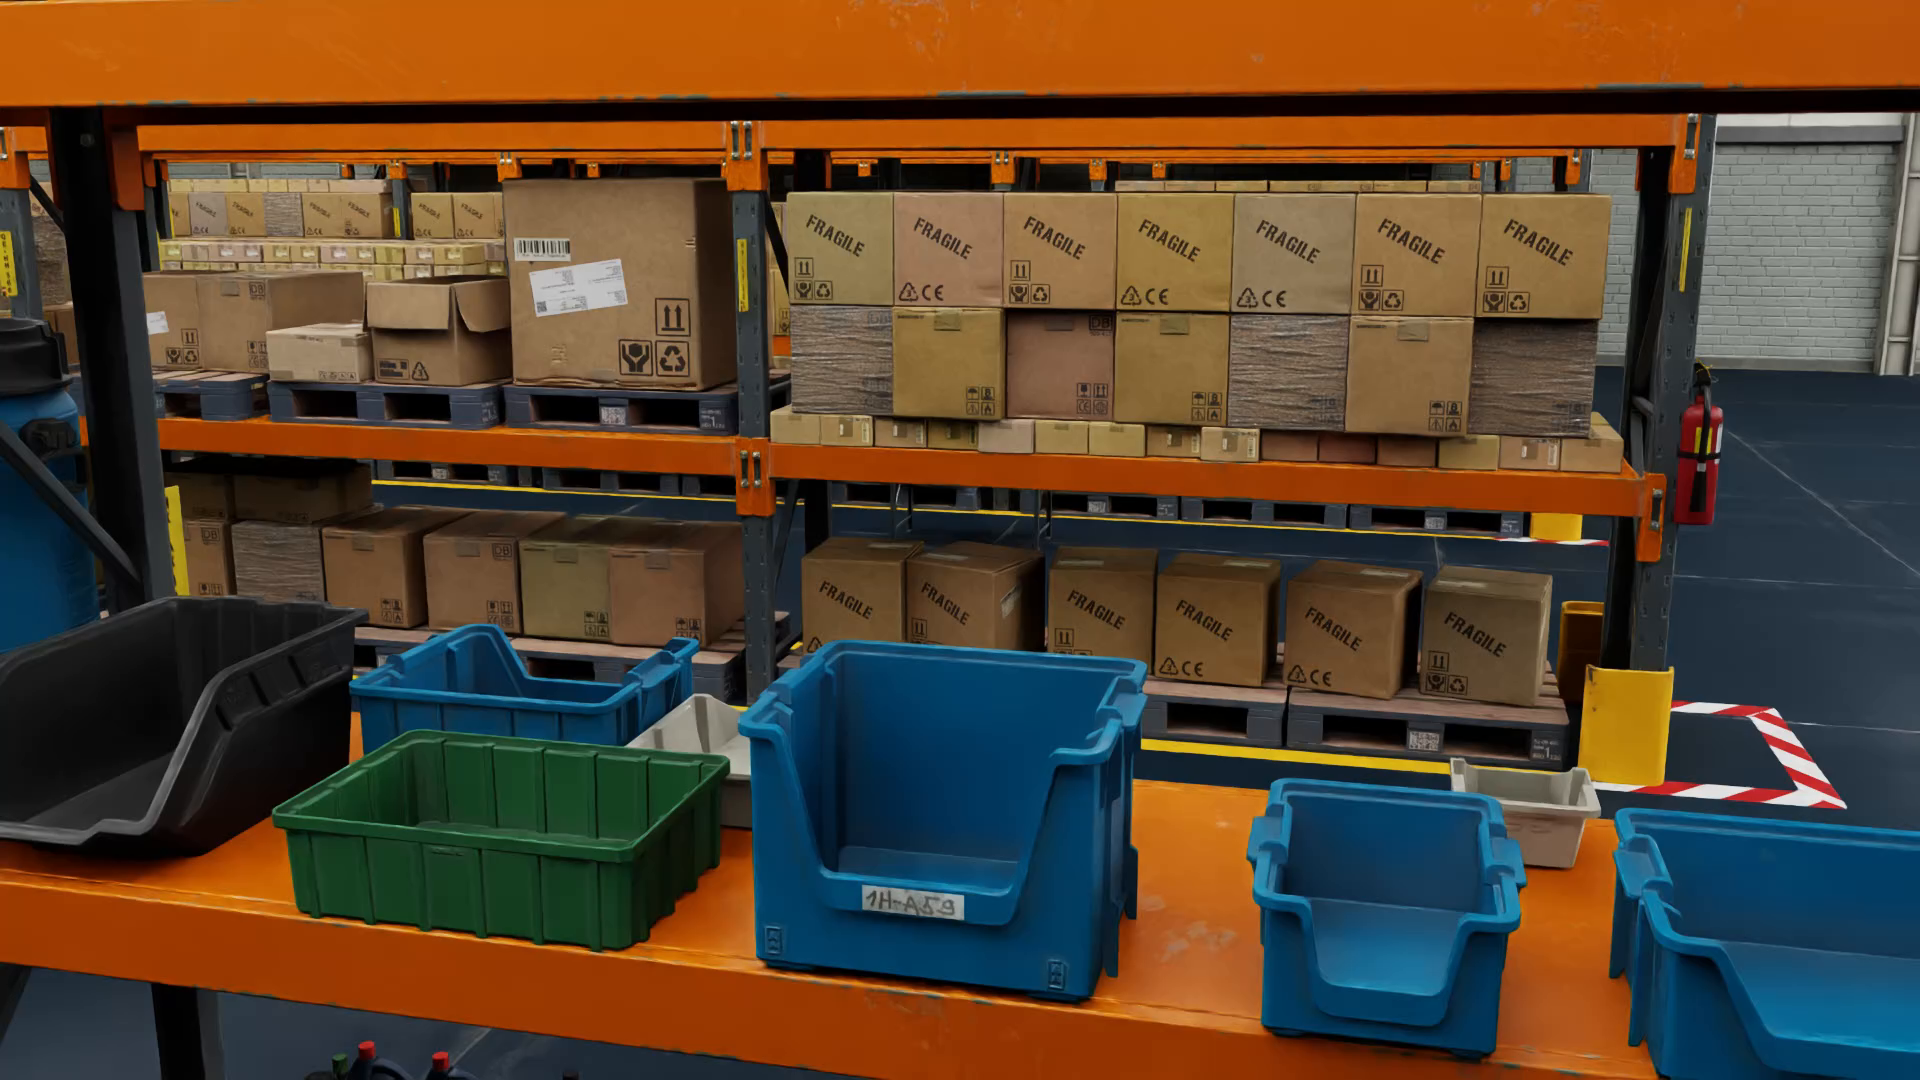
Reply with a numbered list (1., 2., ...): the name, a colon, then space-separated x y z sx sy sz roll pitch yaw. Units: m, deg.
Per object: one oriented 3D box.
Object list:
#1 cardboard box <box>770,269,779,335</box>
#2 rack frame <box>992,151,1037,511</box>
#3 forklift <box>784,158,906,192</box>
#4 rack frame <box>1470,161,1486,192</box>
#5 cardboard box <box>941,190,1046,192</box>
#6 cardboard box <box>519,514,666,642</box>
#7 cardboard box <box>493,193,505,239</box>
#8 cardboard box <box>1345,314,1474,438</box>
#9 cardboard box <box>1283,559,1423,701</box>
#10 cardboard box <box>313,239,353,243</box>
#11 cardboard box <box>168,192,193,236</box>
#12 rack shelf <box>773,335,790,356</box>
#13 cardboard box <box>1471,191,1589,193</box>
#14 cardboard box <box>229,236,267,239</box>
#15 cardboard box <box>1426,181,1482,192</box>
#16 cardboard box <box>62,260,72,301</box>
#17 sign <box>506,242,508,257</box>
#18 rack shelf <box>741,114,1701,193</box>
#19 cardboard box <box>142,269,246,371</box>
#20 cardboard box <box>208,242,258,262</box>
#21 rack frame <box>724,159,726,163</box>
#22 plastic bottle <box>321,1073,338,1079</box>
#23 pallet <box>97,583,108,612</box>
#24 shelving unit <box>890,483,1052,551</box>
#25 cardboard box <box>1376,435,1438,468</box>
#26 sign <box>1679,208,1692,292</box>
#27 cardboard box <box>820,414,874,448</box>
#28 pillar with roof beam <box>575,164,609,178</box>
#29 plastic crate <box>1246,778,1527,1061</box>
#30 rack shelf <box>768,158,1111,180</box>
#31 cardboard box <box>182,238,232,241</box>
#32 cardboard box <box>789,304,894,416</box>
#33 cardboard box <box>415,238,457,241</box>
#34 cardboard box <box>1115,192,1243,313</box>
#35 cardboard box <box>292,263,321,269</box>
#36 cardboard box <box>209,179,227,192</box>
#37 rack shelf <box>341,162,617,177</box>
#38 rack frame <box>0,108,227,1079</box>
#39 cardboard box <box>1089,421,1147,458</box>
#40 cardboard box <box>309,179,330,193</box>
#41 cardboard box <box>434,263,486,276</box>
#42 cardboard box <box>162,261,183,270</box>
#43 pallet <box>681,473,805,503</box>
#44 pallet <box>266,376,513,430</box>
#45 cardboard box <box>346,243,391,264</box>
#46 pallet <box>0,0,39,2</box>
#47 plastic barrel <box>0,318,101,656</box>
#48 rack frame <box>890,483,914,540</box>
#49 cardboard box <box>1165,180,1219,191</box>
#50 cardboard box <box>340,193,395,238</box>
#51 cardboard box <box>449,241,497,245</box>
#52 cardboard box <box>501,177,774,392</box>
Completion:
1. cardboard box: -1.615 -1.890 13.096 0.500 0.500 0.500 3 13 13
2. rack frame: 0.430 -1.792 12.885 0.127 3.000 1.000 3 13 14
3. forklift: -1.109 -2.502 16.244 1.130 2.935 3.031 -3 13 -12
4. rack frame: 6.587 -3.675 21.371 0.127 3.000 1.000 3 13 14
5. cardboard box: 0.132 -1.445 8.096 0.500 0.500 0.500 3 13 14
6. cardboard box: -1.906 0.186 8.724 0.500 0.500 0.700 3 13 13
7. cardboard box: -4.904 -3.660 18.765 0.500 0.500 0.500 3 13 12
8. cardboard box: 1.985 -0.776 7.387 0.500 0.500 0.875 3 13 14
9. cardboard box: 1.836 0.409 7.766 0.500 0.500 0.500 7 14 28
10. cardboard box: -5.374 -2.519 14.398 0.250 0.149 0.380 3 13 13
11. cardboard box: -9.232 -3.888 19.792 0.500 0.500 0.500 3 13 12
12. rack shelf: -1.512 -1.545 13.431 4.000 0.370 1.077 3 13 14
13. cardboard box: 2.558 -1.315 7.508 0.500 0.500 0.500 3 13 14
14. cardboard box: -8.258 -3.351 19.683 0.500 0.500 0.500 4 13 15
15. cardboard box: 4.853 -3.293 16.426 0.500 0.500 0.700 3 13 12
16. cardboard box: -7.874 -2.367 14.559 0.500 0.500 0.500 3 13 14
17. sign: -3.574 -2.411 13.187 0.005 0.325 0.100 3 13 14
18. rack shelf: 1.085 -1.764 7.493 4.000 0.370 1.077 3 13 14
19. cardboard box: -4.206 -1.196 8.998 0.500 0.500 0.500 1 13 7
20. cardboard box: -6.054 -2.409 13.904 0.250 0.149 0.380 3 13 13
21. rack frame: -2.366 -3.046 18.536 0.127 3.000 1.000 3 13 14
22. plastic bottle: -1.384 1.369 3.738 0.185 0.351 0.144 3 13 14
23. pallet: -5.487 0.343 9.701 1.213 0.211 1.003 3 13 14
24. shelving unit: 0.083 -0.728 11.551 1.048 1.500 0.538 3 13 14
25. cardboard box: 1.964 -0.427 7.312 0.250 0.149 0.380 3 13 14
26. sign: 2.874 -1.150 6.591 0.005 0.325 0.100 3 13 14
27. cardboard box: -0.480 -0.541 7.829 0.250 0.149 0.380 3 13 14
28. pillar with roof beam: -6.555 -6.546 20.464 0.400 9.000 9.100 3 13 14
29. plastic crate: 0.653 0.570 2.584 0.408 0.251 0.499 3 13 14
30. rack shelf: -0.424 -4.055 17.821 4.000 0.370 1.077 3 13 14
31. cardboard box: -6.639 -2.586 14.703 0.250 0.149 0.380 3 13 12
32. cardboard box: -0.435 -0.912 8.001 0.500 0.500 0.875 3 13 14
33. cardboard box: -5.890 -3.342 19.064 0.500 0.250 0.500 3 13 12
34. cardboard box: 0.979 -1.284 7.371 0.500 0.500 0.500 3 13 14
35. cardboard box: -5.295 -2.223 13.754 0.250 0.149 0.380 3 13 15
36. cardboard box: -8.598 -4.167 19.555 0.250 0.149 0.380 3 13 14
37. rack shelf: -7.005 -5.514 24.398 4.000 0.370 1.077 3 13 14
38. rack frame: -2.043 0.287 3.516 0.053 2.616 0.949 3 13 14
39. cardboard box: 0.740 -0.482 7.561 0.250 0.149 0.380 3 13 14
40. cardboard box: -7.344 -4.117 19.327 0.250 0.149 0.380 3 13 13
41. cardboard box: -4.042 -2.157 13.454 0.250 0.149 0.380 3 13 15
42. cardboard box: -6.562 -2.291 14.059 0.250 0.149 0.380 3 13 15
43. pallet: -1.525 -0.518 13.580 1.213 0.211 1.003 3 13 14
44. pallet: -2.808 -0.774 8.740 1.213 0.211 1.003 3 13 14
45. cardboard box: -4.797 -2.342 13.599 0.250 0.149 0.380 3 13 15
46. pallet: -1.319 -1.068 3.132 1.003 0.211 1.213 3 13 14
47. plastic barrel: -2.346 -0.041 3.836 0.708 0.901 0.600 3 13 14
48. rack frame: -0.411 -0.754 11.670 0.032 1.500 0.500 3 13 14
49. cardboard box: 2.384 -3.421 17.001 0.500 0.500 0.700 3 13 14
50. cardboard box: -6.774 -3.757 19.201 0.500 0.500 0.500 3 13 13
51. cardboard box: -4.117 -2.450 14.090 0.250 0.149 0.380 3 13 12
52. cardboard box: -1.594 -1.323 8.416 1.000 1.000 1.000 3 13 14
